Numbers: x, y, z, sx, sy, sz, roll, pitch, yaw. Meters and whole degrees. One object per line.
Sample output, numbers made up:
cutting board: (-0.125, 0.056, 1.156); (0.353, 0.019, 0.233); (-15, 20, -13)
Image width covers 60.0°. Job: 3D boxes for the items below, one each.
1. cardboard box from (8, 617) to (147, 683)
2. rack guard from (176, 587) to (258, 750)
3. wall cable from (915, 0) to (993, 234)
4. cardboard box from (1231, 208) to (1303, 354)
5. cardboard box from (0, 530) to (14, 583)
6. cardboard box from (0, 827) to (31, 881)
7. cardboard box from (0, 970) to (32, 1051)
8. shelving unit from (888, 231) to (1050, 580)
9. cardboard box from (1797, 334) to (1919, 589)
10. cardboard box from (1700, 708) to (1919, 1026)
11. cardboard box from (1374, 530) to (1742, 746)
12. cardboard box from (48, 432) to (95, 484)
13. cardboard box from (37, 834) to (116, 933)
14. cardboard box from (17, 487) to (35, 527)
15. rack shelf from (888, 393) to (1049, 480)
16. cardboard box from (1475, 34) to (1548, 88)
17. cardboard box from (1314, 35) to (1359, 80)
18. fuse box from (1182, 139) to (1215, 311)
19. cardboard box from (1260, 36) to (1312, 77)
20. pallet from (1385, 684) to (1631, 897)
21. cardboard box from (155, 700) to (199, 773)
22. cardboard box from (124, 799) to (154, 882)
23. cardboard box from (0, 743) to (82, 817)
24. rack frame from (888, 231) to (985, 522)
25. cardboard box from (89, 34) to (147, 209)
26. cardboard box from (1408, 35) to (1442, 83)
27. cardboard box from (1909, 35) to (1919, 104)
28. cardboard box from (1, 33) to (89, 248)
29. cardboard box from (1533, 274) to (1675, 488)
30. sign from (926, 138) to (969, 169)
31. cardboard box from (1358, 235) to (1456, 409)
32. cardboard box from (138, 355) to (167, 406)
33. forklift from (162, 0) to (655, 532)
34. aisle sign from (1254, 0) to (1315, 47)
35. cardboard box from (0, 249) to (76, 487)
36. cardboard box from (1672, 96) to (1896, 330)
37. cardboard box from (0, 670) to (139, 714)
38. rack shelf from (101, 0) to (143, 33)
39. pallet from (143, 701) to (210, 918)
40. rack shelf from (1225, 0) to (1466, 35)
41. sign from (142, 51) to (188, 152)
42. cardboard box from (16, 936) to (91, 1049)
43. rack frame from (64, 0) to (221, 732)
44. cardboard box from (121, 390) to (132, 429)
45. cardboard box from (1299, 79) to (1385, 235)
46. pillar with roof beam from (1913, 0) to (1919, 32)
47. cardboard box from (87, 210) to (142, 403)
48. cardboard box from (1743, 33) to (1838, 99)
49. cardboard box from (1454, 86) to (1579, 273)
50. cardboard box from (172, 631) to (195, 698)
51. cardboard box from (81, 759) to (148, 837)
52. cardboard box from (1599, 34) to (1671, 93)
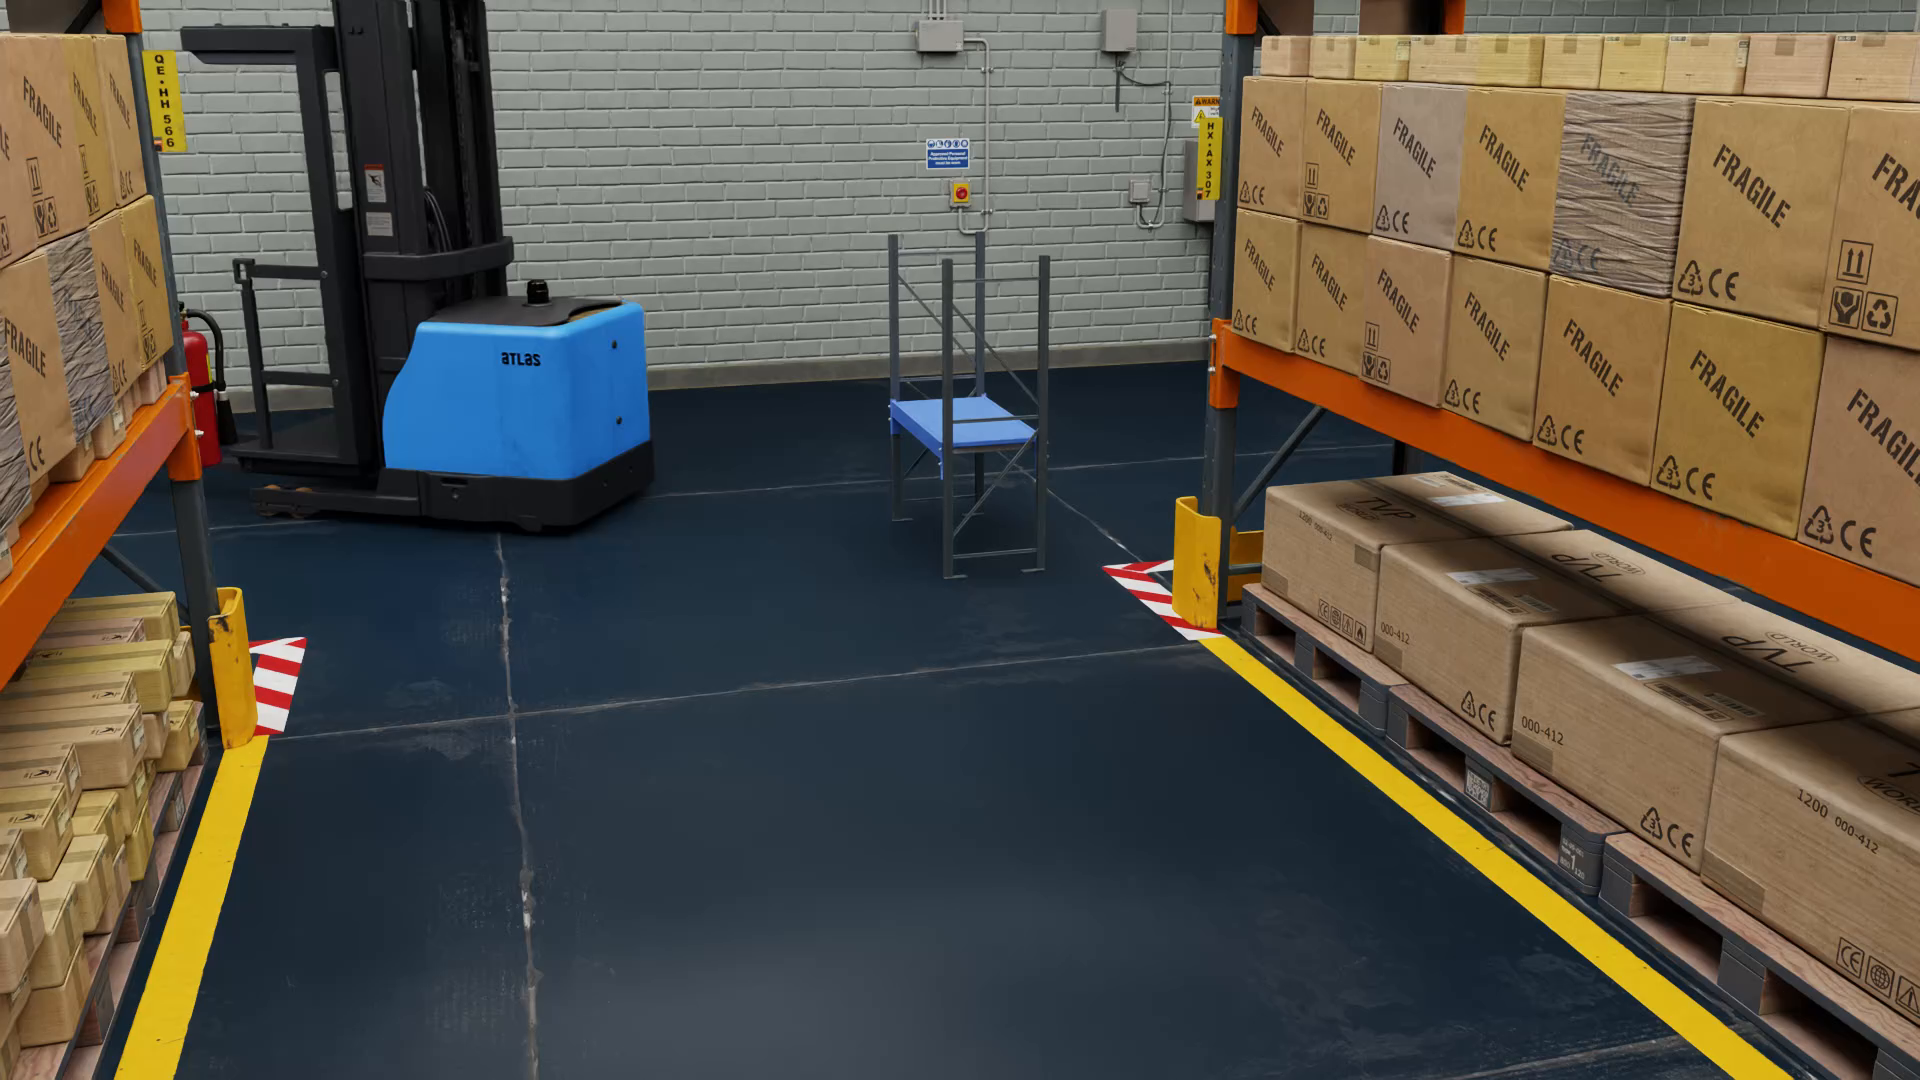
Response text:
cardboard box: (-2.782, 0.365, 5.216); (0.380, 0.149, 0.250); (-4, 17, -14)
rack guard: (-3.164, 0.503, 5.909); (1.175, 0.500, 0.348); (-5, 17, -15)
wall cable: (-0.025, -3.194, 12.051); (0.585, 1.953, 0.123); (-5, 17, -15)
cardboard box: (1.403, -1.027, 6.483); (0.500, 0.500, 0.500); (-5, 17, -16)
cardboard box: (-2.258, 0.047, 3.519); (0.380, 0.149, 0.250); (-4, 17, -13)
cardboard box: (-2.356, 0.796, 3.780); (0.380, 0.149, 0.250); (-5, 18, -18)
cardboard box: (-2.259, 1.007, 3.594); (0.380, 0.149, 0.250); (-4, 17, -13)
shelving unit: (0.023, -0.695, 8.158); (0.538, 1.500, 1.048); (-5, 17, -15)
cardboard box: (2.273, -0.184, 3.677); (0.500, 0.500, 0.500); (-5, 17, -15)
cardboard box: (2.577, 0.816, 4.246); (0.875, 0.438, 0.875); (-5, 17, -16)
cardboard box: (2.084, 0.319, 5.901); (0.875, 0.438, 0.875); (-4, 17, -14)
cardboard box: (-2.571, -0.243, 4.484); (0.380, 0.149, 0.250); (-6, 18, -18)
cardboard box: (-2.311, 0.862, 4.076); (0.380, 0.149, 0.250); (-5, 17, -15)
cardboard box: (-2.466, -0.092, 3.980); (0.380, 0.149, 0.250); (-4, 17, -14)
rack shelf: (0.023, -0.522, 8.209); (0.538, 0.185, 1.000); (-5, 17, -15)
cardboard box: (1.764, -1.420, 4.925); (0.380, 0.149, 0.250); (-5, 17, -17)
cardboard box: (1.480, -1.704, 5.872); (0.380, 0.149, 0.250); (-4, 17, -14)
fuse box: (2.035, -2.201, 12.805); (0.539, 1.711, 0.414); (-5, 17, -15)
cardboard box: (1.378, -1.852, 6.364); (0.380, 0.149, 0.250); (-4, 17, -14)
pallet: (2.173, 0.753, 5.579); (1.003, 0.211, 1.213); (-5, 17, -15)
cardboard box: (-2.672, 0.641, 5.329); (0.380, 0.149, 0.250); (-4, 17, -14)
cardboard box: (-2.471, 0.854, 4.621); (0.380, 0.149, 0.250); (-6, 18, -18)
cardboard box: (-2.485, 0.654, 4.251); (0.380, 0.149, 0.250); (-5, 18, -17)
rack frame: (-0.116, -0.835, 8.626); (0.500, 1.500, 0.032); (-5, 17, -15)
cardboard box: (-2.820, -1.278, 5.062); (0.500, 0.500, 0.500); (-5, 17, -16)
cardboard box: (1.692, -1.564, 5.406); (0.380, 0.149, 0.250); (-5, 17, -15)
cardboard box: (2.287, -1.007, 3.551); (0.380, 0.149, 0.250); (-4, 17, -14)
cardboard box: (-2.529, -0.994, 4.119); (0.500, 0.500, 0.500); (-4, 17, -12)
cardboard box: (1.974, -0.464, 4.608); (0.500, 0.500, 0.500); (-5, 17, -16)
sign: (-0.089, -2.835, 12.206); (0.327, 0.218, 0.001); (-5, 17, -15)
cardboard box: (1.691, -0.747, 5.551); (0.500, 0.500, 0.500); (-5, 17, -16)
cardboard box: (-2.824, -0.527, 5.429); (0.380, 0.149, 0.250); (-5, 17, -15)
forklift: (-3.282, -1.656, 8.871); (3.031, 2.935, 1.130); (4, 17, 14)
aisle sign: (1.248, -2.377, 6.631); (0.394, 0.787, 0.004); (-5, 17, -15)
cardboard box: (-2.402, -0.381, 3.814); (0.500, 0.500, 0.500); (-4, 17, -12)
cardboard box: (2.119, -0.805, 4.005); (0.500, 0.500, 0.500); (-5, 17, -16)
cardboard box: (-2.578, 0.503, 4.756); (0.380, 0.149, 0.250); (-5, 18, -17)
rack shelf: (-2.635, -1.254, 3.449); (1.077, 0.370, 4.000); (-5, 17, -15)
pallet: (-2.975, 0.869, 5.193); (1.003, 0.211, 1.213); (-5, 17, -15)
rack shelf: (2.096, -1.673, 4.845); (1.077, 0.370, 4.000); (-5, 17, -15)
sign: (-2.646, -1.459, 5.535); (0.100, 0.325, 0.005); (-5, 17, -15)
cardboard box: (-2.272, 1.074, 3.889); (0.380, 0.149, 0.250); (-5, 17, -17)
rack frame: (-3.185, -0.715, 5.619); (1.000, 3.000, 0.127); (-5, 17, -15)
cardboard box: (-2.708, -0.387, 4.964); (0.380, 0.149, 0.250); (-5, 17, -16)
cardboard box: (1.553, -1.364, 5.866); (0.500, 0.500, 0.500); (-5, 17, -17)
pillar with roof beam: (2.305, -4.878, 9.049); (9.100, 9.000, 0.400); (-5, 17, -15)
cardboard box: (-2.677, -0.659, 4.740); (0.500, 0.500, 0.500); (-5, 17, -16)
cardboard box: (2.141, -1.145, 4.012); (0.380, 0.149, 0.250); (-5, 17, -16)
cardboard box: (1.840, -1.084, 4.935); (0.500, 0.500, 0.500); (-5, 17, -15)
cardboard box: (-2.765, 0.430, 5.515); (0.380, 0.149, 0.250); (-5, 17, -17)
cardboard box: (-2.466, 0.716, 4.564); (0.380, 0.149, 0.250); (-4, 17, -14)
cardboard box: (1.965, -1.284, 4.474); (0.380, 0.149, 0.250); (-5, 17, -16)
